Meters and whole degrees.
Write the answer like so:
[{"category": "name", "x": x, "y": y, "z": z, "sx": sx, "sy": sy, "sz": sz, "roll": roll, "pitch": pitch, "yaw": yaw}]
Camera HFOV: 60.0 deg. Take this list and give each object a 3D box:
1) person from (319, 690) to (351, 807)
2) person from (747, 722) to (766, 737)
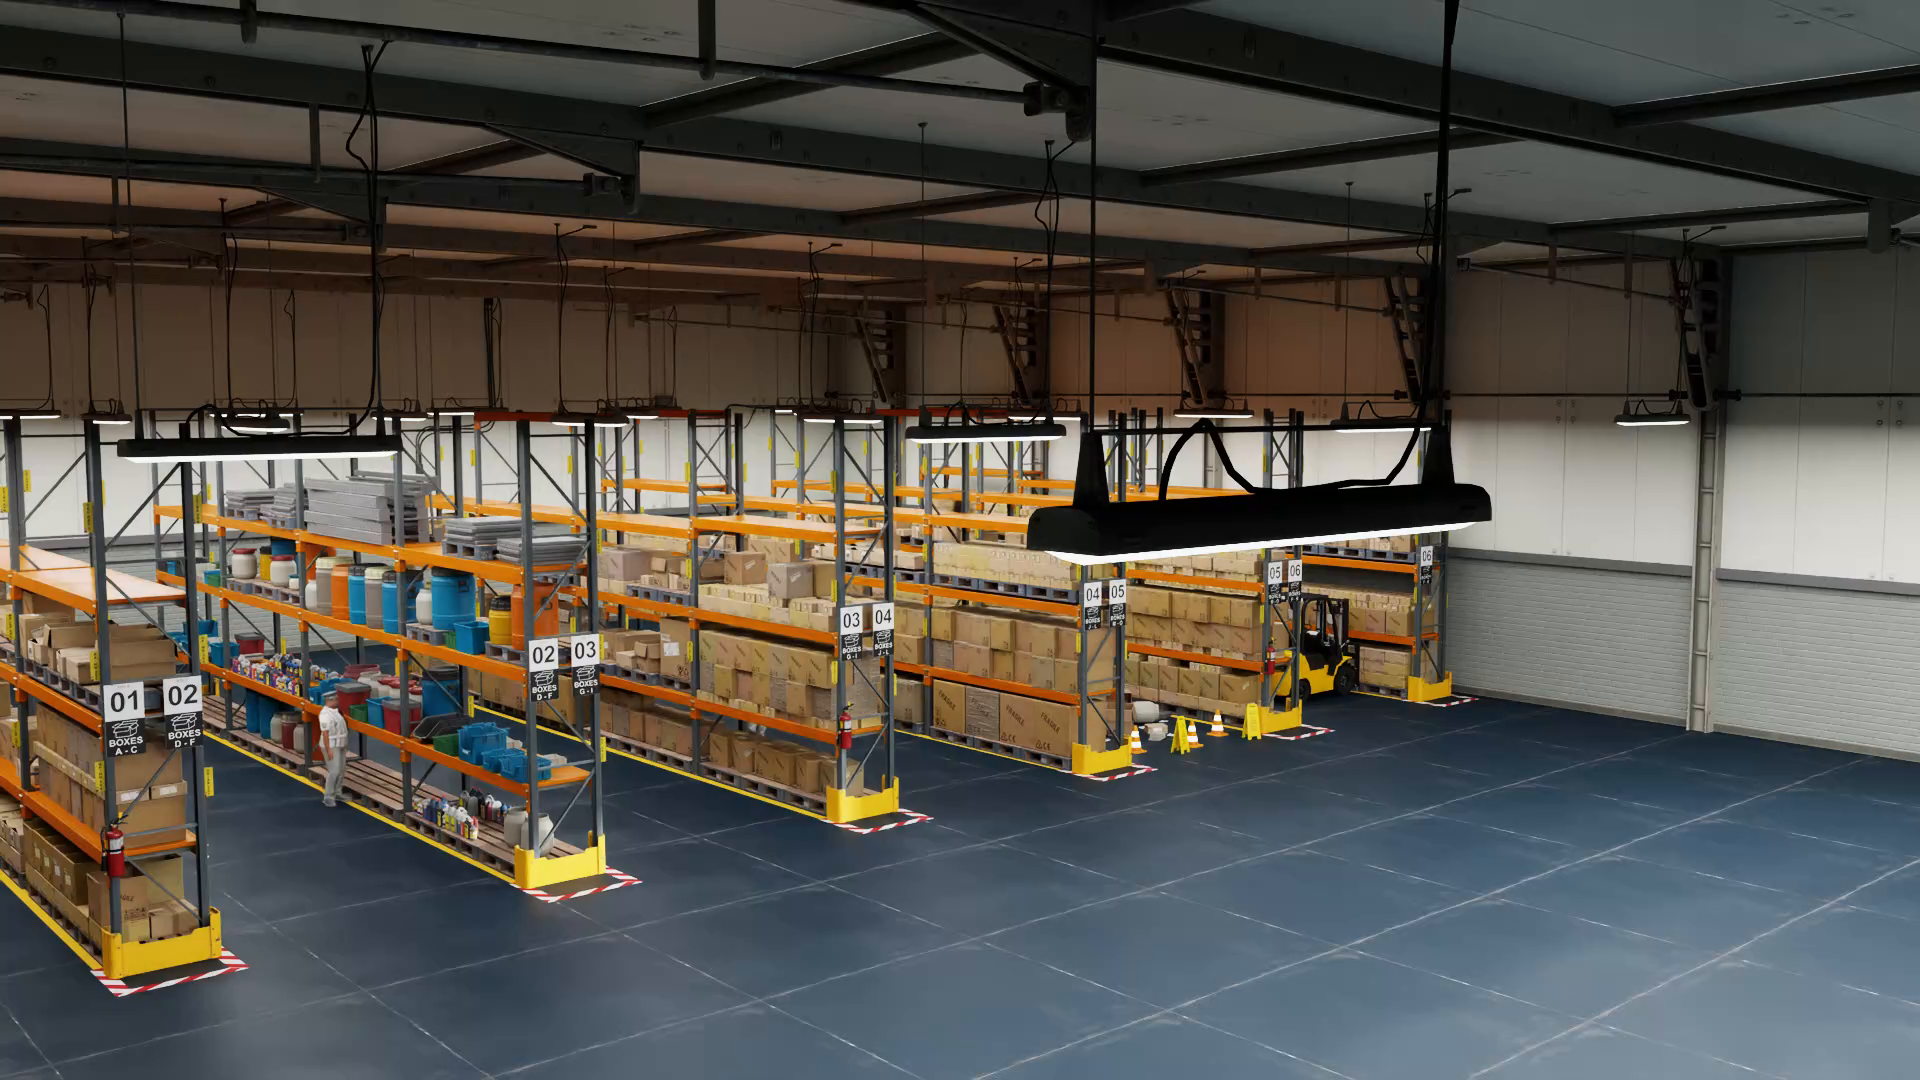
[{"category": "person", "x": -9.703, "y": 3.242, "z": 25.771, "sx": 0.393, "sy": 1.846, "sz": 0.596, "roll": 0, "pitch": 5, "yaw": 3}, {"category": "person", "x": -3.677, "y": 2.769, "z": 30.251, "sx": 0.574, "sy": 1.779, "sz": 0.470, "roll": 0, "pitch": 5, "yaw": -3}]
